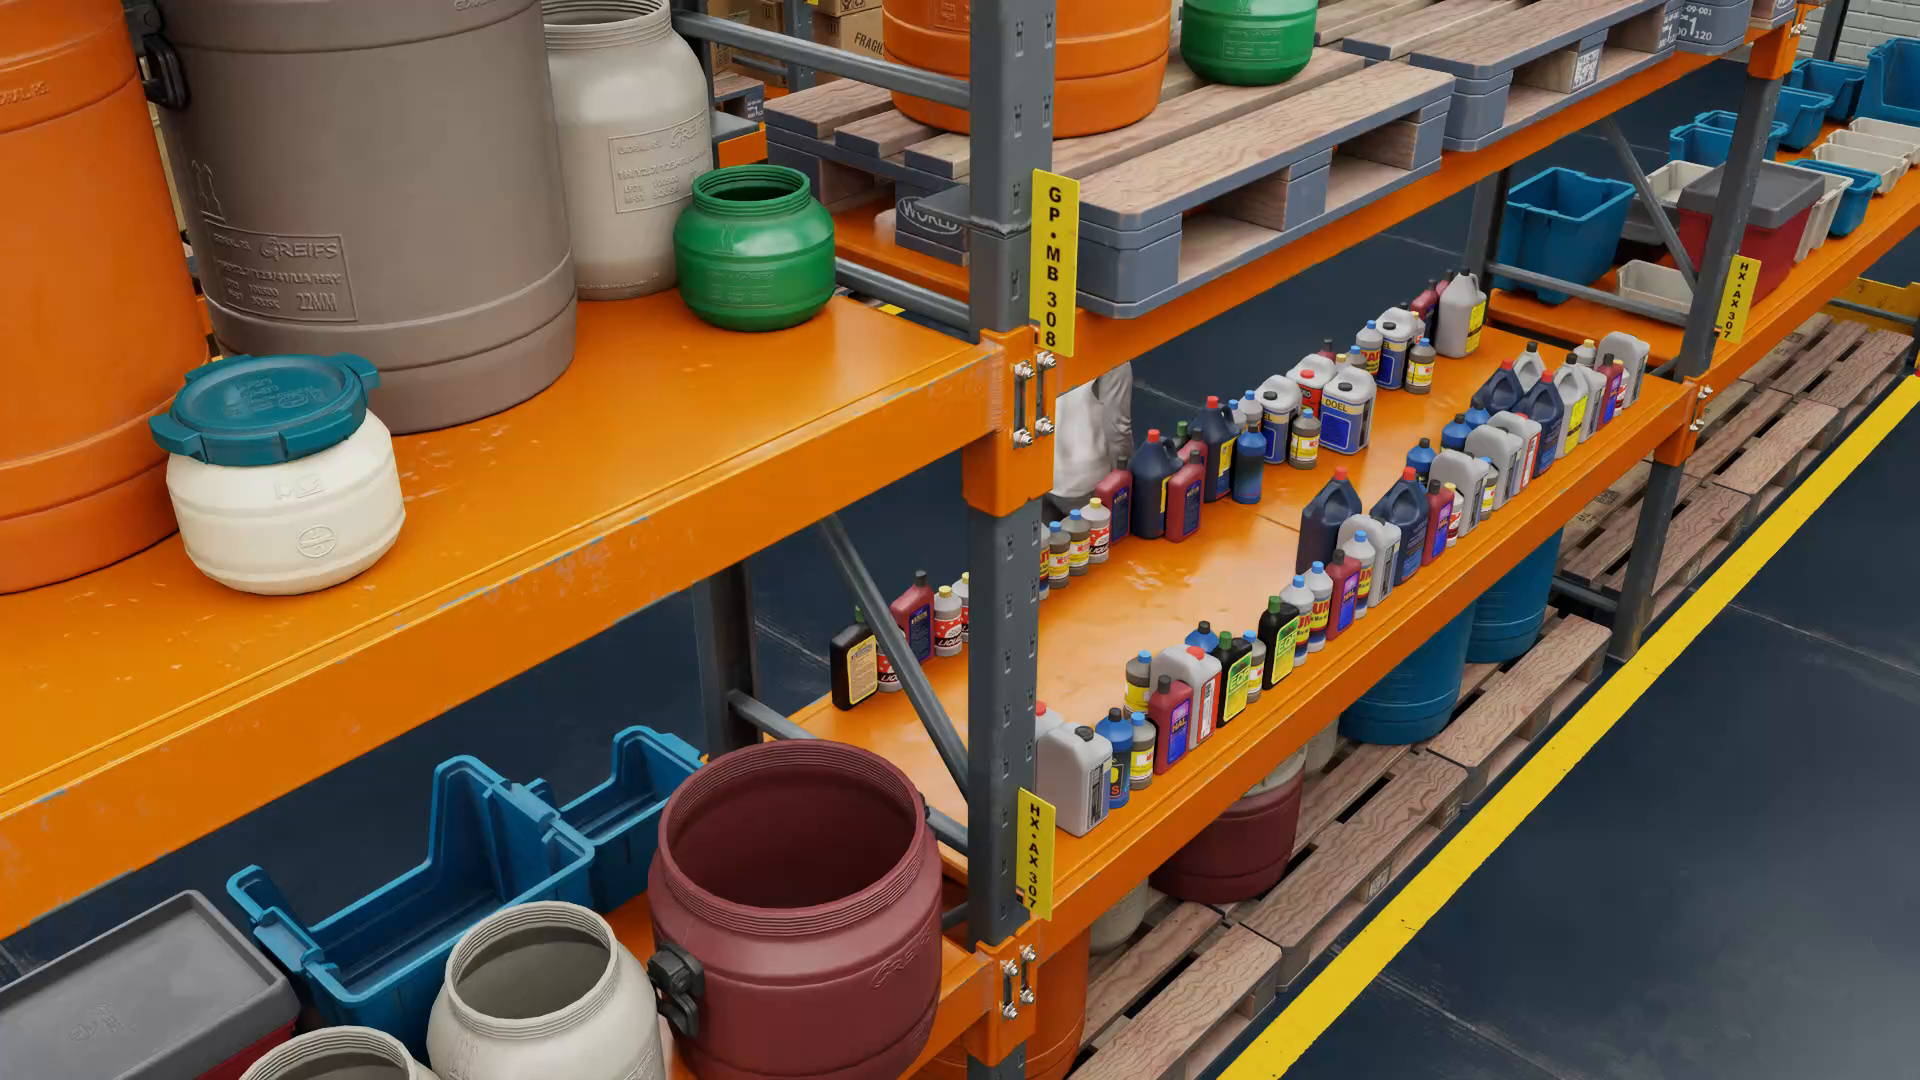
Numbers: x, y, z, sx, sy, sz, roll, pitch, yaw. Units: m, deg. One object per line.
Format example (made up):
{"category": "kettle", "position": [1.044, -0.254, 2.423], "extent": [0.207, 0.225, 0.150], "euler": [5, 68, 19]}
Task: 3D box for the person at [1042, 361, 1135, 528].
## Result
{"category": "person", "position": [0.440, -0.299, 6.604], "extent": [0.590, 1.770, 0.465], "euler": [22, 38, 32]}
